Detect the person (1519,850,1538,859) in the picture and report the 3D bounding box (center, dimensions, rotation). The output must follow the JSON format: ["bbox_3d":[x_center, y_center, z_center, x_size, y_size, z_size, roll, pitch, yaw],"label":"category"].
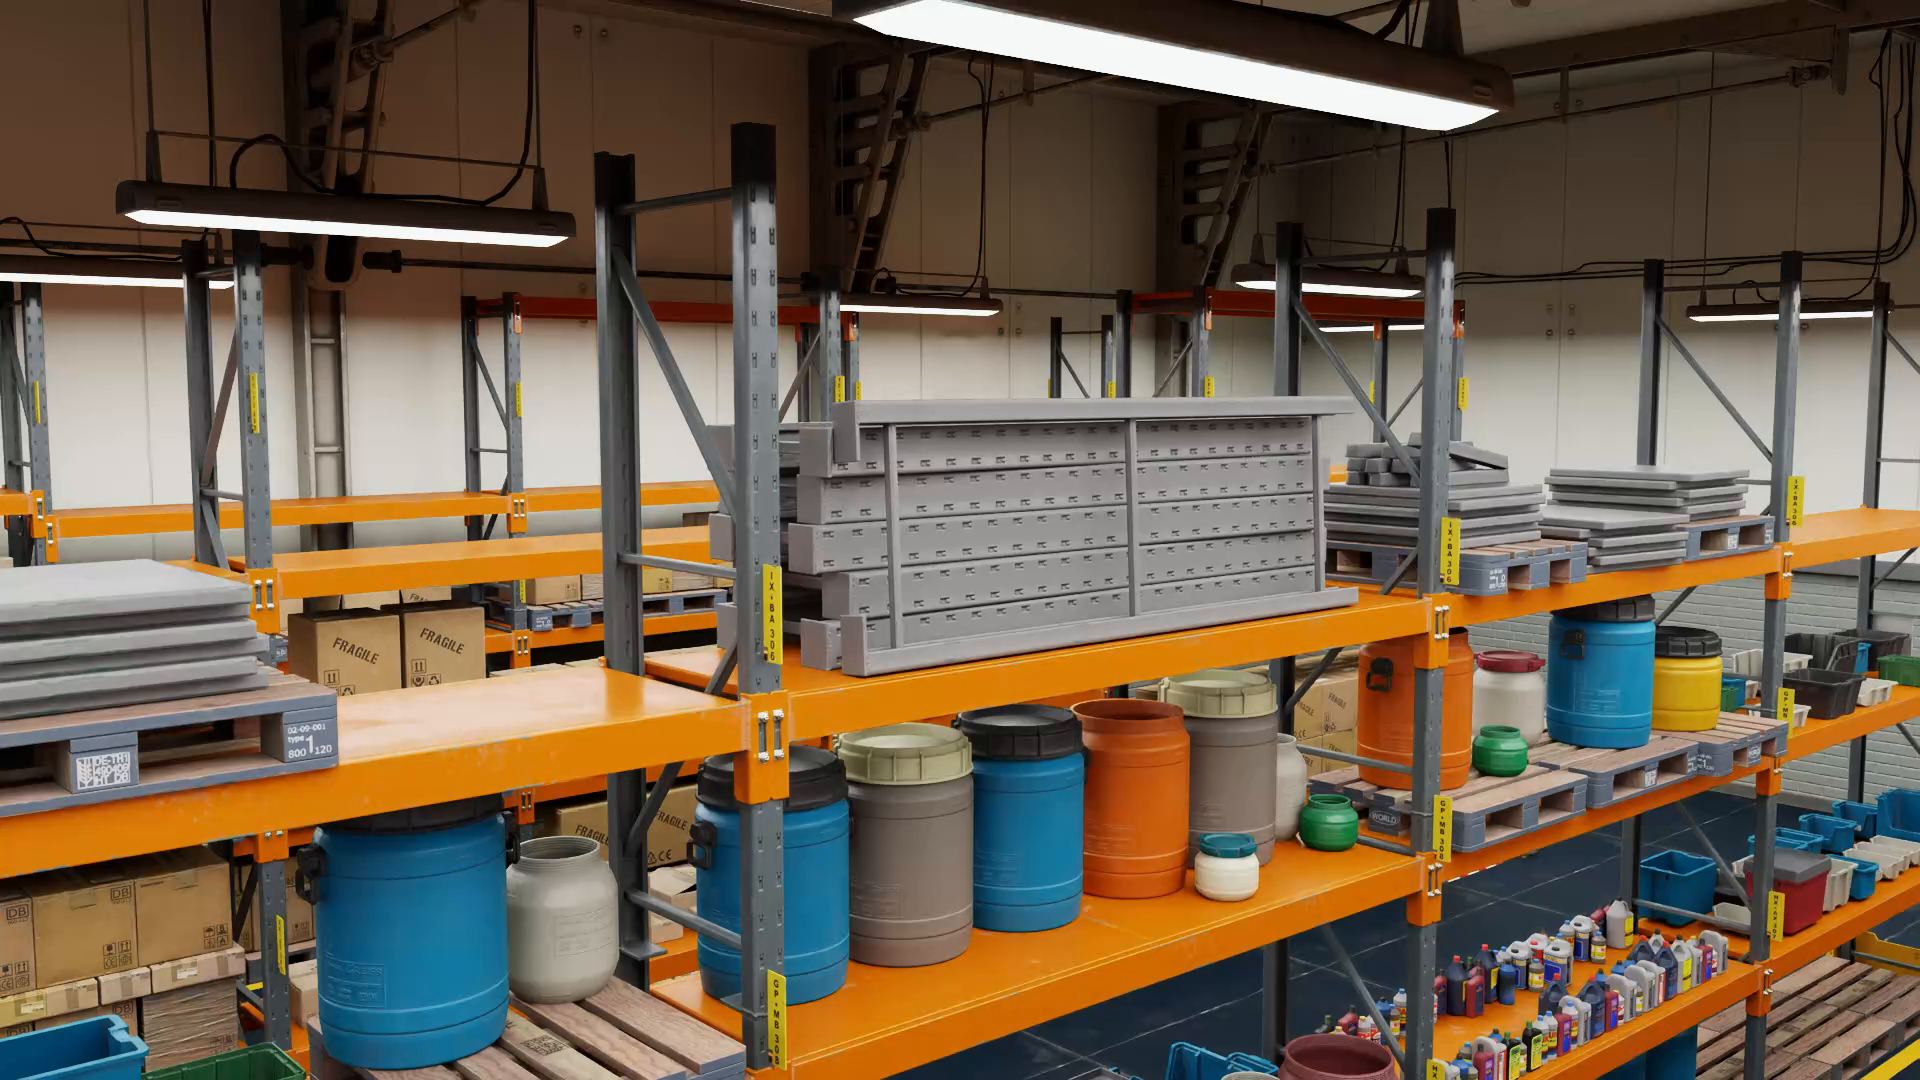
[{"bbox_3d":[6.057,2.599,17.998,0.723,1.738,0.583,-2,6,-22],"label":"person"}]
